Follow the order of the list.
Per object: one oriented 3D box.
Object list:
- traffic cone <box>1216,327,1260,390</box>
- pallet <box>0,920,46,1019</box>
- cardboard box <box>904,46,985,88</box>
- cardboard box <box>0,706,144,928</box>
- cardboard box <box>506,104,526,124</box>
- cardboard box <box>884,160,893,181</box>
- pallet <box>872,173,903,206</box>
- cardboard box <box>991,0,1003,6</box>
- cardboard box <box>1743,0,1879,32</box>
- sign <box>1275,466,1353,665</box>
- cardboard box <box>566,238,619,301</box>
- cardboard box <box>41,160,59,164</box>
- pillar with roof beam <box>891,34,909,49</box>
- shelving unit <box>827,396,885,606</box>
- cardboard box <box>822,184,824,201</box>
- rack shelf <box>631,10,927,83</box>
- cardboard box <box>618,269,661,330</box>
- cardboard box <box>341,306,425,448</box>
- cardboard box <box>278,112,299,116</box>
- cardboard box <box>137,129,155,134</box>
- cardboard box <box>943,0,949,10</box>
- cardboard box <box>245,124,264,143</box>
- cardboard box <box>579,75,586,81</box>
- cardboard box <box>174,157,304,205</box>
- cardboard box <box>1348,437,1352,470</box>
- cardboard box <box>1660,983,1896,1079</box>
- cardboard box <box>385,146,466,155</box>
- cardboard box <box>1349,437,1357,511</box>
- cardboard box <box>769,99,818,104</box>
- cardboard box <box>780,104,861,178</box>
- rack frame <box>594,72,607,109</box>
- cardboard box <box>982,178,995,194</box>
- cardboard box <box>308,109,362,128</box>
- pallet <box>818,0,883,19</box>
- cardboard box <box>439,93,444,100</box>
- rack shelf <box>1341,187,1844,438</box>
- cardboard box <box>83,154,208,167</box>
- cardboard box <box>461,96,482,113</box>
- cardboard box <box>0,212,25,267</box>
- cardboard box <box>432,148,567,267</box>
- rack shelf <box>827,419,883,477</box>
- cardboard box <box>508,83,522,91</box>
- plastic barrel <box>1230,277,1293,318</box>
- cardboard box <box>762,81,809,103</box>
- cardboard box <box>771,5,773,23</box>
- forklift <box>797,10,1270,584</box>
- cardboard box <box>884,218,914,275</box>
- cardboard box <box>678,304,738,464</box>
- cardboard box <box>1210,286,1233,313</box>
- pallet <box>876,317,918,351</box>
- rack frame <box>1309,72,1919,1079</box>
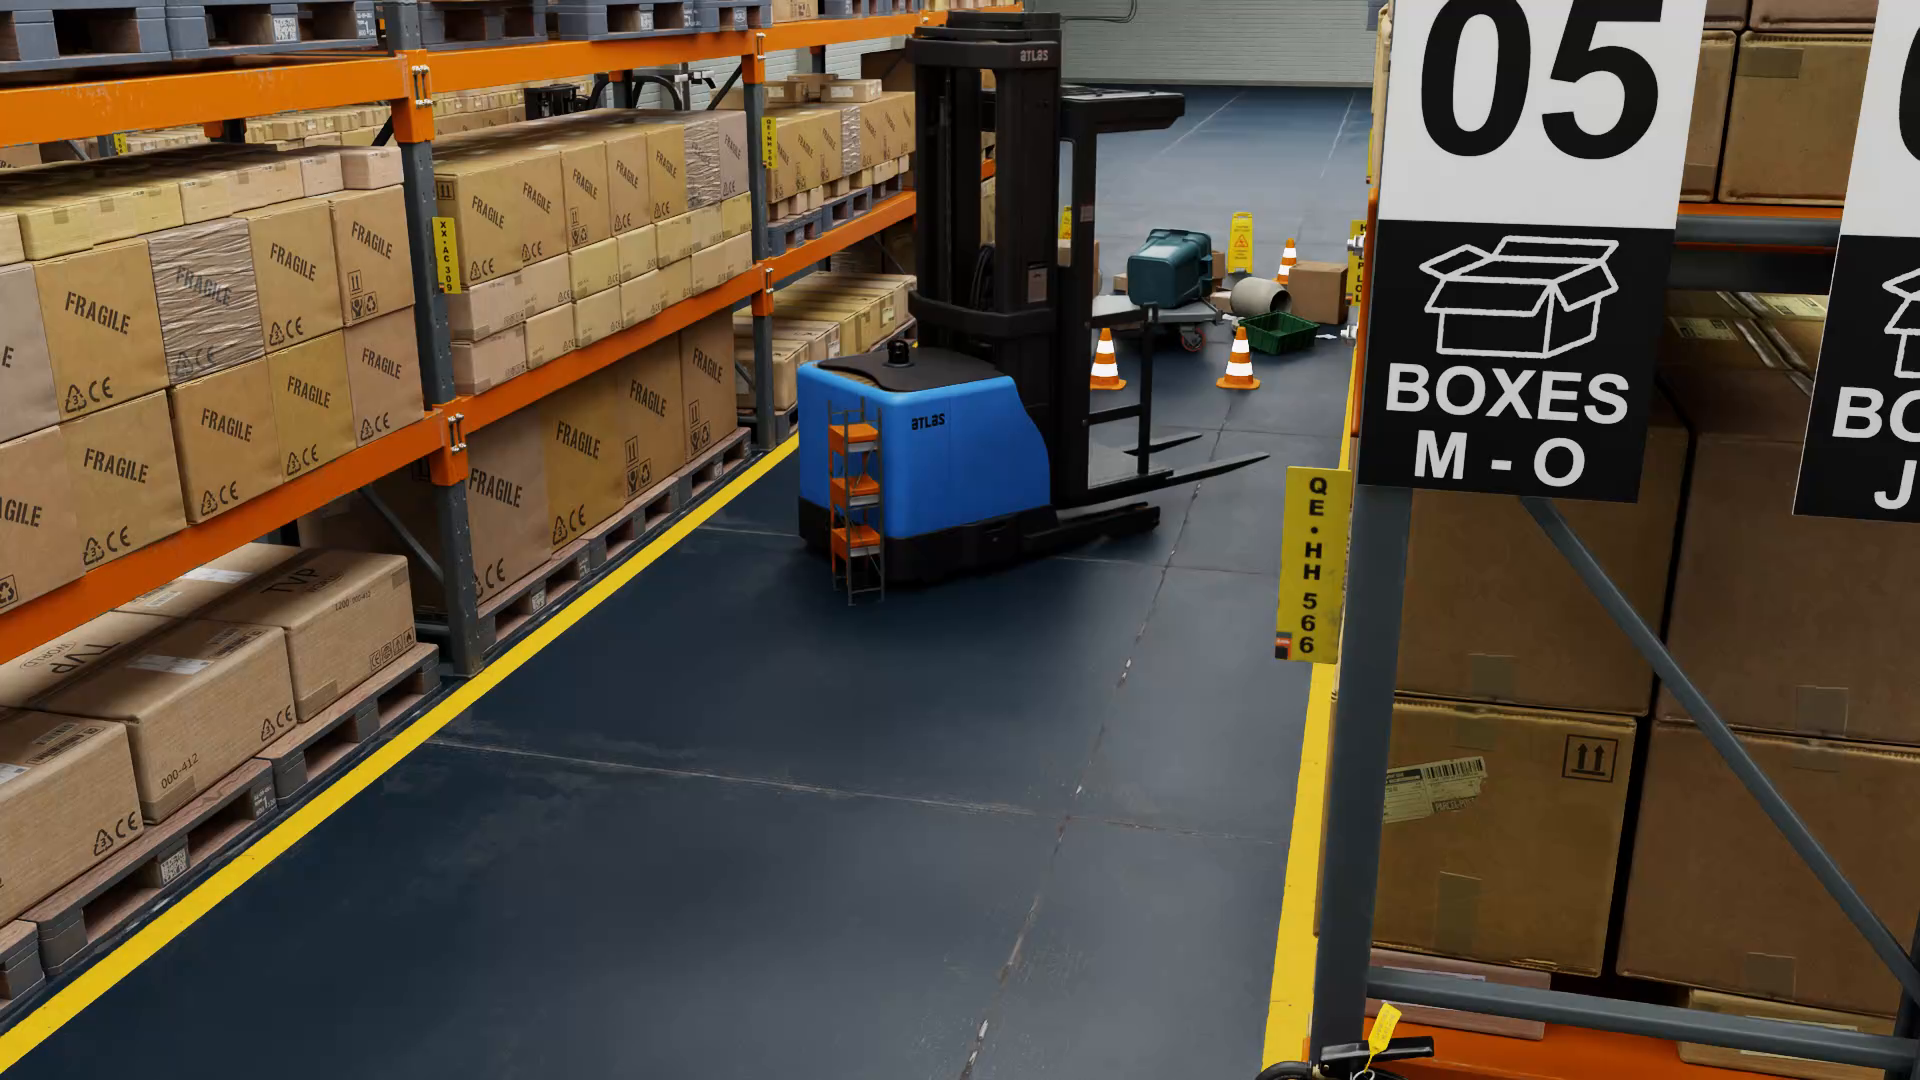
[{"bbox_3d":[2.234,-1.469,13.273,0.336,0.463,0.334,5,19,13],"label":"traffic cone"},{"bbox_3d":[-3.612,1.494,4.987,1.003,0.211,1.213,5,19,13],"label":"pallet"},{"bbox_3d":[-0.147,-4.596,16.341,0.700,0.500,0.500,5,19,13],"label":"cardboard box"},{"bbox_3d":[-3.451,0.943,5.601,0.875,0.438,0.875,5,20,15],"label":"cardboard box"},{"bbox_3d":[-4.875,-4.366,17.674,0.500,0.500,0.500,5,19,14],"label":"cardboard box"},{"bbox_3d":[-0.767,-3.062,13.750,0.380,0.149,0.250,4,19,12],"label":"cardboard box"},{"bbox_3d":[-1.127,-3.011,14.159,1.003,0.211,1.213,5,19,13],"label":"pallet"},{"bbox_3d":[0.235,-5.589,17.158,0.380,0.149,0.250,5,20,15],"label":"cardboard box"},{"bbox_3d":[1.455,-0.915,2.543,0.500,0.250,0.500,5,19,14],"label":"cardboard box"},{"bbox_3d":[0.560,0.043,2.641,0.100,0.325,0.005,5,19,13],"label":"sign"},{"bbox_3d":[-2.124,-1.425,8.679,0.500,0.250,0.500,5,19,14],"label":"cardboard box"},{"bbox_3d":[-6.750,-2.795,12.689,0.500,0.250,0.500,5,20,15],"label":"cardboard box"},{"bbox_3d":[2.892,-12.968,33.733,9.100,9.000,0.400,5,19,13],"label":"pillar with roof beam"},{"bbox_3d":[-0.540,-0.202,8.655,0.215,1.050,0.252,-8,20,-22],"label":"shelving unit"},{"bbox_3d":[-1.233,-2.578,12.332,0.380,0.149,0.250,6,20,17],"label":"cardboard box"},{"bbox_3d":[-1.288,-3.782,12.592,1.077,0.370,4.000,5,19,13],"label":"rack shelf"},{"bbox_3d":[-1.994,-1.346,9.220,0.500,0.250,0.500,4,19,12],"label":"cardboard box"},{"bbox_3d":[-2.619,-0.704,6.954,0.500,0.500,0.500,5,19,14],"label":"cardboard box"},{"bbox_3d":[-6.128,-3.742,14.844,0.380,0.149,0.250,4,19,13],"label":"cardboard box"},{"bbox_3d":[-6.637,-3.189,13.225,0.380,0.149,0.250,4,19,12],"label":"cardboard box"},{"bbox_3d":[-0.314,-4.948,15.282,0.380,0.149,0.250,5,20,15],"label":"cardboard box"},{"bbox_3d":[-5.922,-3.303,13.560,0.380,0.149,0.250,5,20,15],"label":"cardboard box"},{"bbox_3d":[-4.519,-5.341,19.064,0.380,0.149,0.250,5,19,14],"label":"cardboard box"},{"bbox_3d":[-2.761,-1.377,6.373,0.380,0.149,0.250,5,19,13],"label":"cardboard box"},{"bbox_3d":[1.434,-0.205,5.033,0.500,0.500,0.500,4,19,12],"label":"cardboard box"},{"bbox_3d":[1.491,0.834,2.995,0.380,0.149,0.250,4,19,13],"label":"cardboard box"},{"bbox_3d":[-2.769,-1.666,8.222,0.500,0.500,0.500,5,19,14],"label":"cardboard box"},{"bbox_3d":[1.206,-0.356,3.928,0.500,0.500,0.500,6,20,16],"label":"cardboard box"},{"bbox_3d":[-1.448,-3.282,13.390,0.500,0.500,0.500,5,19,13],"label":"cardboard box"},{"bbox_3d":[-1.069,-3.073,12.779,0.500,0.500,0.500,4,19,11],"label":"cardboard box"},{"bbox_3d":[-4.636,-4.975,19.611,1.000,3.000,0.127,5,19,13],"label":"rack frame"},{"bbox_3d":[0.146,-3.672,17.239,0.380,0.149,0.250,5,19,14],"label":"cardboard box"},{"bbox_3d":[-5.638,-3.796,15.001,0.380,0.149,0.250,5,19,13],"label":"cardboard box"},{"bbox_3d":[-1.304,-4.150,12.847,1.213,0.211,1.003,5,19,13],"label":"pallet"},{"bbox_3d":[-5.289,-4.383,16.260,0.380,0.149,0.250,5,19,14],"label":"cardboard box"},{"bbox_3d":[1.582,-0.915,4.199,1.077,0.370,4.000,5,19,13],"label":"rack shelf"},{"bbox_3d":[-3.151,-1.406,6.459,0.380,0.149,0.250,4,19,13],"label":"cardboard box"},{"bbox_3d":[-5.050,-4.391,16.744,0.380,0.149,0.250,5,20,15],"label":"cardboard box"},{"bbox_3d":[-3.045,-0.891,4.951,0.380,0.149,0.250,5,19,14],"label":"cardboard box"},{"bbox_3d":[-2.270,-1.620,8.088,0.500,0.500,0.500,5,19,13],"label":"cardboard box"},{"bbox_3d":[-0.540,-0.461,8.567,0.215,0.259,0.240,-8,20,-22],"label":"rack shelf"},{"bbox_3d":[-4.888,-4.859,17.655,0.380,0.149,0.250,5,19,14],"label":"cardboard box"},{"bbox_3d":[2.815,-2.228,15.556,0.421,0.421,0.512,-13,23,-34],"label":"plastic barrel"},{"bbox_3d":[-1.423,-3.556,13.189,0.380,0.149,0.250,6,20,16],"label":"cardboard box"},{"bbox_3d":[-1.472,-3.597,11.146,0.396,0.266,0.258,5,19,13],"label":"cardboard box"},{"bbox_3d":[0.563,-1.513,9.584,3.031,2.935,1.130,-13,23,-34],"label":"forklift"},{"bbox_3d":[-0.393,-2.746,15.530,0.500,0.500,0.500,6,20,16],"label":"cardboard box"},{"bbox_3d":[-2.026,-1.060,10.786,0.875,0.875,0.875,4,19,13],"label":"cardboard box"},{"bbox_3d":[2.659,-2.361,16.189,0.396,0.266,0.258,8,21,23],"label":"cardboard box"},{"bbox_3d":[-0.988,-1.766,14.532,1.003,0.211,1.213,5,19,13],"label":"pallet"},{"bbox_3d":[1.094,0.790,2.733,1.000,3.000,0.127,5,19,13],"label":"rack frame"}]
